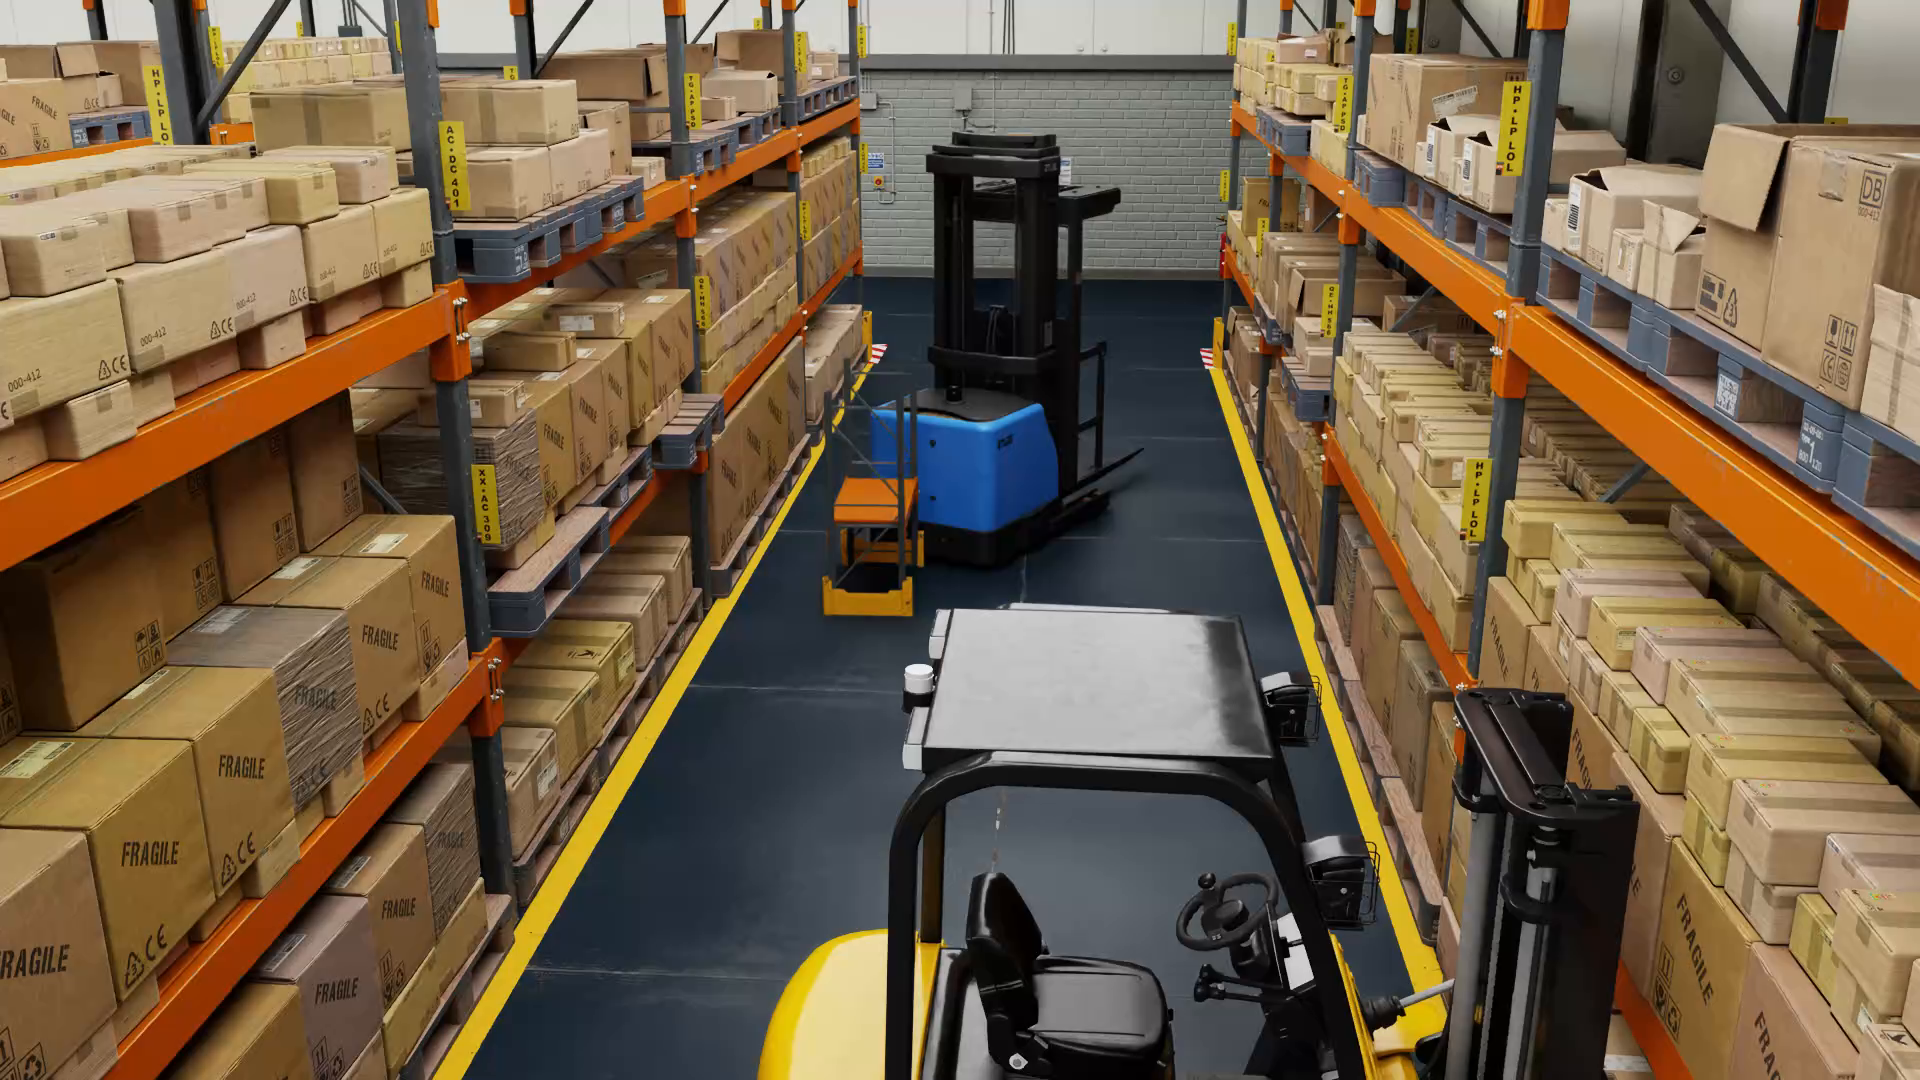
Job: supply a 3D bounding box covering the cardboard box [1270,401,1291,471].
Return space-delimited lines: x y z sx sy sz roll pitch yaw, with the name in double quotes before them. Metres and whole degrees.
"cardboard box" 2.797 -0.816 13.437 0.500 0.500 0.500 1 18 3

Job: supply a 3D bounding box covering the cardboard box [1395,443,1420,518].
"cardboard box" 2.363 -0.274 7.879 0.500 0.250 0.500 2 18 5

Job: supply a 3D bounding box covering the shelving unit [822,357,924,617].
"shelving unit" -0.576 -0.379 11.172 0.587 1.500 1.083 1 18 3

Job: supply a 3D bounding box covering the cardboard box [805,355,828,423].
"cardboard box" -1.715 -1.400 15.317 0.875 0.438 0.875 1 18 3

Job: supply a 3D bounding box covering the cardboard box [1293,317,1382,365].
"cardboard box" 2.550 -1.336 11.250 0.500 0.250 0.500 0 18 1

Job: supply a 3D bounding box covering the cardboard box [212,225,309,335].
"cardboard box" -2.290 -0.778 4.925 0.500 0.250 0.500 1 18 3

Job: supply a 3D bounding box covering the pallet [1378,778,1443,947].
"pallet" 2.525 1.465 7.614 1.003 0.211 1.213 1 18 4

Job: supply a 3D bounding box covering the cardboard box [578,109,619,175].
"cardboard box" -2.235 -1.983 8.674 0.797 0.503 0.637 1 18 4

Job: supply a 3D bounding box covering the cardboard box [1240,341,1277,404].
"cardboard box" 3.058 -1.594 15.812 0.700 0.500 0.500 1 18 2

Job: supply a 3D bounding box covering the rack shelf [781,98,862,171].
"rack shelf" -1.723 -3.930 15.937 1.077 0.370 4.000 1 18 4

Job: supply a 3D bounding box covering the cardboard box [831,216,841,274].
"cardboard box" -1.453 -2.883 16.243 0.500 0.500 0.500 2 18 6

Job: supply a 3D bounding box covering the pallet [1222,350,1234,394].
"pallet" 3.309 -1.761 17.459 1.003 0.211 1.213 1 18 4

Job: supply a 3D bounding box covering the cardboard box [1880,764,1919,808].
"cardboard box" 2.640 0.681 4.326 0.380 0.149 0.250 1 18 4

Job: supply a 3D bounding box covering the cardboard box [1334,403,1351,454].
"cardboard box" 2.522 -0.669 9.890 0.500 0.250 0.500 1 18 4

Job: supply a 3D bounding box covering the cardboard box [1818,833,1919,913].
"cardboard box" 2.110 0.764 3.595 0.380 0.149 0.250 1 18 4

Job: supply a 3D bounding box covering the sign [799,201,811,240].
"sign" -1.325 -2.728 14.200 0.100 0.325 0.005 1 18 4

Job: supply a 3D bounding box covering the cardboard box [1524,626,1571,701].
"cardboard box" 2.198 0.616 5.566 0.500 0.500 0.500 2 18 5

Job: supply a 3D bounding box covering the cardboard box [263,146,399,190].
"cardboard box" -2.245 -1.322 5.946 0.380 0.149 0.250 2 18 5

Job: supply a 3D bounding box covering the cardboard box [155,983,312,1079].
"cardboard box" -2.315 1.683 5.007 0.500 0.500 0.500 2 18 5

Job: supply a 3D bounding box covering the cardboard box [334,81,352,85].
"cardboard box" -6.372 -4.441 16.583 0.500 0.250 0.500 2 18 6

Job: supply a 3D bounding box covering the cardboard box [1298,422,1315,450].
"cardboard box" 2.703 -0.763 12.233 0.380 0.149 0.250 0 18 1

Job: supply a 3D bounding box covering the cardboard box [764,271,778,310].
"cardboard box" -1.716 -1.933 12.941 0.500 0.250 0.500 2 18 5

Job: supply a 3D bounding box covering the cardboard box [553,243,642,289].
"cardboard box" -2.377 -1.672 10.941 0.500 0.500 0.500 1 18 2

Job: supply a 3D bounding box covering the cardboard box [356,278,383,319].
"cardboard box" -2.265 -0.865 5.832 0.380 0.149 0.250 2 18 5

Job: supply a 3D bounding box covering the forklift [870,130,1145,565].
"forklift" 0.522 -1.627 12.681 1.130 2.935 3.031 10 21 29

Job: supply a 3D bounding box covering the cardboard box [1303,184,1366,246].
"cardboard box" 3.456 -2.998 15.315 0.500 0.500 0.500 1 18 2

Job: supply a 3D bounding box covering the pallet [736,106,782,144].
"pallet" -1.883 -3.274 13.086 0.805 0.209 1.217 1 18 2

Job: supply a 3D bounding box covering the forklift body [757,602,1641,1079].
"forklift body" 0.540 1.385 4.741 2.313 2.155 1.214 1 18 4

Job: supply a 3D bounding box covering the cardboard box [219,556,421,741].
"cardboard box" -2.254 0.374 5.825 0.500 0.500 0.500 2 18 6

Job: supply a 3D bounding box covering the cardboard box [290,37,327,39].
"cardboard box" -6.811 -5.153 17.313 0.380 0.149 0.250 2 18 6

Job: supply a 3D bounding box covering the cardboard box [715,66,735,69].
"cardboard box" -2.140 -4.039 14.496 0.396 0.266 0.258 2 18 6

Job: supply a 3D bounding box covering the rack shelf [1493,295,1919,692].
"rack shelf" 2.367 -0.093 4.228 1.077 0.370 4.000 1 18 4

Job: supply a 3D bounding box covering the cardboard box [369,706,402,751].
"cardboard box" -2.267 0.643 6.048 0.380 0.149 0.250 1 18 4

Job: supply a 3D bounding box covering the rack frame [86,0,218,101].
"rack frame" -6.811 -5.155 13.703 1.000 3.000 0.127 1 18 4

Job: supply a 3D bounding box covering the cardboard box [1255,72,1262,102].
"cardboard box" 2.944 -4.087 15.024 0.500 0.250 0.500 2 18 5

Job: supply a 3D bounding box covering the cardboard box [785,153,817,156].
"cardboard box" -1.544 -3.546 15.619 0.380 0.149 0.250 1 18 4

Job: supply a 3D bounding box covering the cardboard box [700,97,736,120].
"cardboard box" -1.853 -3.148 12.098 0.380 0.166 0.250 3 18 9

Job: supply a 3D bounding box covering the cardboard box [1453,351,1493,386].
"cardboard box" 2.989 -0.960 9.334 0.380 0.149 0.250 1 18 4

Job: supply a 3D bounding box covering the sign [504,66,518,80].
"sign" -2.707 -2.706 10.090 0.100 0.325 0.005 1 18 4

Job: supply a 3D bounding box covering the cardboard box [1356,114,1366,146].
"cardboard box" 2.470 -2.333 9.449 0.380 0.166 0.250 1 18 4

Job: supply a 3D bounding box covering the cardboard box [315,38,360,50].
"cardboard box" -6.388 -5.064 17.040 0.380 0.149 0.250 1 18 2

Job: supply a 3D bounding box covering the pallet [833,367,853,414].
"pallet" -1.649 -1.514 16.705 1.003 0.211 1.213 1 18 4

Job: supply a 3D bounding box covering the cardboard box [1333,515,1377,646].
"cardboard box" 2.739 0.249 9.984 0.875 0.625 0.625 2 18 6

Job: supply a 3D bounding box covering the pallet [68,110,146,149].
"pallet" -7.033 -3.129 12.639 1.213 0.211 1.003 1 18 4

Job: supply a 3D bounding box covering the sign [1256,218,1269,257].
"sign" 2.543 -2.536 13.956 0.100 0.325 0.005 1 18 4

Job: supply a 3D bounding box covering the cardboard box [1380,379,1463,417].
"cardboard box" 2.399 -0.735 8.647 0.380 0.149 0.250 2 18 5

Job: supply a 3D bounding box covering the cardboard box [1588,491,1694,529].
"cardboard box" 2.750 -0.091 6.681 0.380 0.149 0.250 1 18 3

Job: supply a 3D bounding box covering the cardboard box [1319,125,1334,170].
"cardboard box" 2.627 -2.548 10.806 0.500 0.250 0.500 1 18 4

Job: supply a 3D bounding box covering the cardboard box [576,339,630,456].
"cardboard box" -2.010 -0.737 8.541 0.500 0.500 0.500 1 18 2

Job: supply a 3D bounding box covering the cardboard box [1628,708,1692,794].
"cardboard box" 2.095 0.586 4.614 0.380 0.149 0.250 1 18 3

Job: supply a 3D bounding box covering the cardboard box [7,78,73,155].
"cardboard box" -6.732 -3.017 11.835 0.500 0.500 0.500 1 18 4

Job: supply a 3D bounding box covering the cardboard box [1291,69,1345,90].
"cardboard box" 2.602 -3.325 12.027 0.380 0.149 0.250 1 18 4

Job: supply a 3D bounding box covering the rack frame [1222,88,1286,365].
"rack frame" 3.371 -3.358 17.853 1.000 3.000 0.127 1 18 4

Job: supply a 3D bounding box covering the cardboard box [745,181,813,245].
"cardboard box" -1.591 -2.890 14.660 0.500 0.500 0.500 1 18 4

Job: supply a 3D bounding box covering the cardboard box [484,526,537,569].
"cardboard box" -2.086 0.015 7.289 0.380 0.149 0.250 2 18 5

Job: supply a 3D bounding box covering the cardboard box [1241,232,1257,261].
"cardboard box" 2.985 -2.819 15.973 0.500 0.250 0.500 1 18 2
